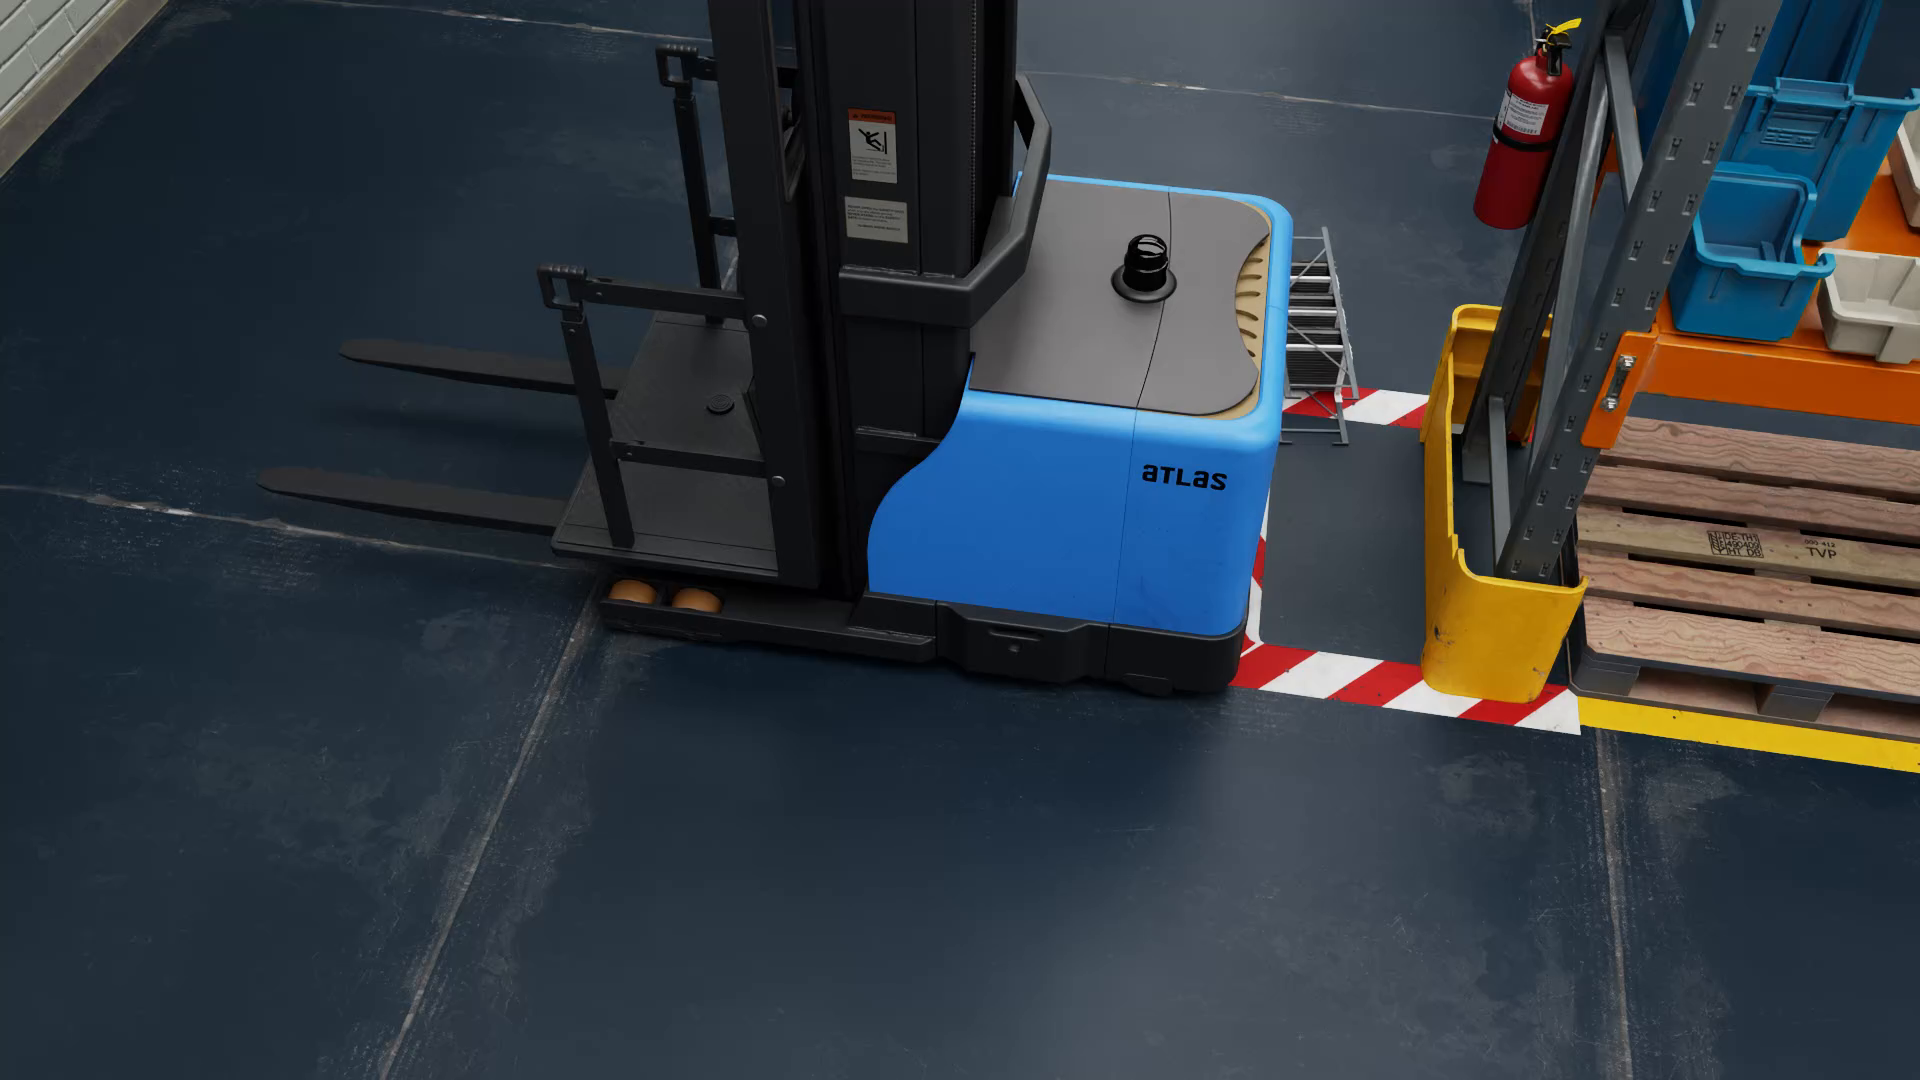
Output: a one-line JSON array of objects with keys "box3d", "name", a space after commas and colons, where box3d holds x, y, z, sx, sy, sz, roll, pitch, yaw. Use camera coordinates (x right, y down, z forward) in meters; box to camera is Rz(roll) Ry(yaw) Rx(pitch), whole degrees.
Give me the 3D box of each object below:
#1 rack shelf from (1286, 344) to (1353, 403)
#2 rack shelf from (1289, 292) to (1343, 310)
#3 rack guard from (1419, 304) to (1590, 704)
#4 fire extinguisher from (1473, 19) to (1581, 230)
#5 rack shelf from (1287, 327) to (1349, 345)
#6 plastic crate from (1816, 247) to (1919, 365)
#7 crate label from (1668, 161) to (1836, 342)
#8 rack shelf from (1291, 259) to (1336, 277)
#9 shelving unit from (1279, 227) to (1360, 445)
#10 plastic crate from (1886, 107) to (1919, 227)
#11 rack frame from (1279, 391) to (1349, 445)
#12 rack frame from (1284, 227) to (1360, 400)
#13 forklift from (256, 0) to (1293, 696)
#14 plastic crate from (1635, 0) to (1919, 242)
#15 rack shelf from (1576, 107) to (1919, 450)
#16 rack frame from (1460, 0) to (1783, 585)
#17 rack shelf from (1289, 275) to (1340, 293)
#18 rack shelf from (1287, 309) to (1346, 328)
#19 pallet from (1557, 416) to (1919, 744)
[{"box3d": [1.179, -0.565, 5.613, 0.258, 0.200, 0.077, 1, 48, 1], "name": "rack shelf"}, {"box3d": [1.187, -0.765, 5.793, 0.258, 0.200, 0.077, 1, 48, 1], "name": "rack shelf"}, {"box3d": [1.621, -0.134, 5.034, 0.348, 0.500, 1.175, 8, 49, 7], "name": "rack guard"}, {"box3d": [1.579, -1.178, 4.594, 0.183, 0.674, 0.296, 8, 49, 7], "name": "fire extinguisher"}, {"box3d": [1.182, -0.632, 5.673, 0.258, 0.200, 0.077, 1, 48, 1], "name": "rack shelf"}, {"box3d": [2.132, -0.531, 3.847, 0.298, 0.136, 0.250, 8, 49, 7], "name": "plastic crate"}, {"box3d": [1.831, -0.666, 3.904, 0.303, 0.233, 0.416, 8, 49, 7], "name": "crate label"}, {"box3d": [1.193, -0.899, 5.913, 0.258, 0.200, 0.077, 1, 48, 1], "name": "rack shelf"}, {"box3d": [1.186, -0.723, 5.755, 0.258, 0.210, 0.900, 1, 48, 1], "name": "shelving unit"}, {"box3d": [2.482, -0.932, 4.208, 0.243, 0.136, 0.396, 8, 49, 7], "name": "plastic crate"}, {"box3d": [1.186, -0.655, 5.831, 0.240, 0.006, 0.900, 1, 48, 1], "name": "rack frame"}, {"box3d": [1.186, -0.791, 5.680, 0.240, 0.006, 0.900, 1, 48, 1], "name": "rack frame"}, {"box3d": [-0.617, -1.059, 4.231, 3.031, 2.935, 1.130, 7, 48, 6], "name": "forklift"}, {"box3d": [2.010, -1.100, 4.158, 0.499, 0.435, 0.616, 8, 49, 7], "name": "plastic crate"}, {"box3d": [3.615, -0.471, 4.140, 4.000, 0.370, 1.077, 8, 49, 7], "name": "rack shelf"}, {"box3d": [1.647, -0.976, 4.110, 0.127, 3.000, 1.000, 8, 49, 7], "name": "rack frame"}, {"box3d": [1.190, -0.832, 5.853, 0.258, 0.200, 0.077, 1, 48, 1], "name": "rack shelf"}, {"box3d": [1.185, -0.699, 5.733, 0.258, 0.200, 0.077, 1, 48, 1], "name": "rack shelf"}, {"box3d": [2.452, 0.094, 5.024, 1.213, 0.211, 1.003, 8, 49, 7], "name": "pallet"}]
